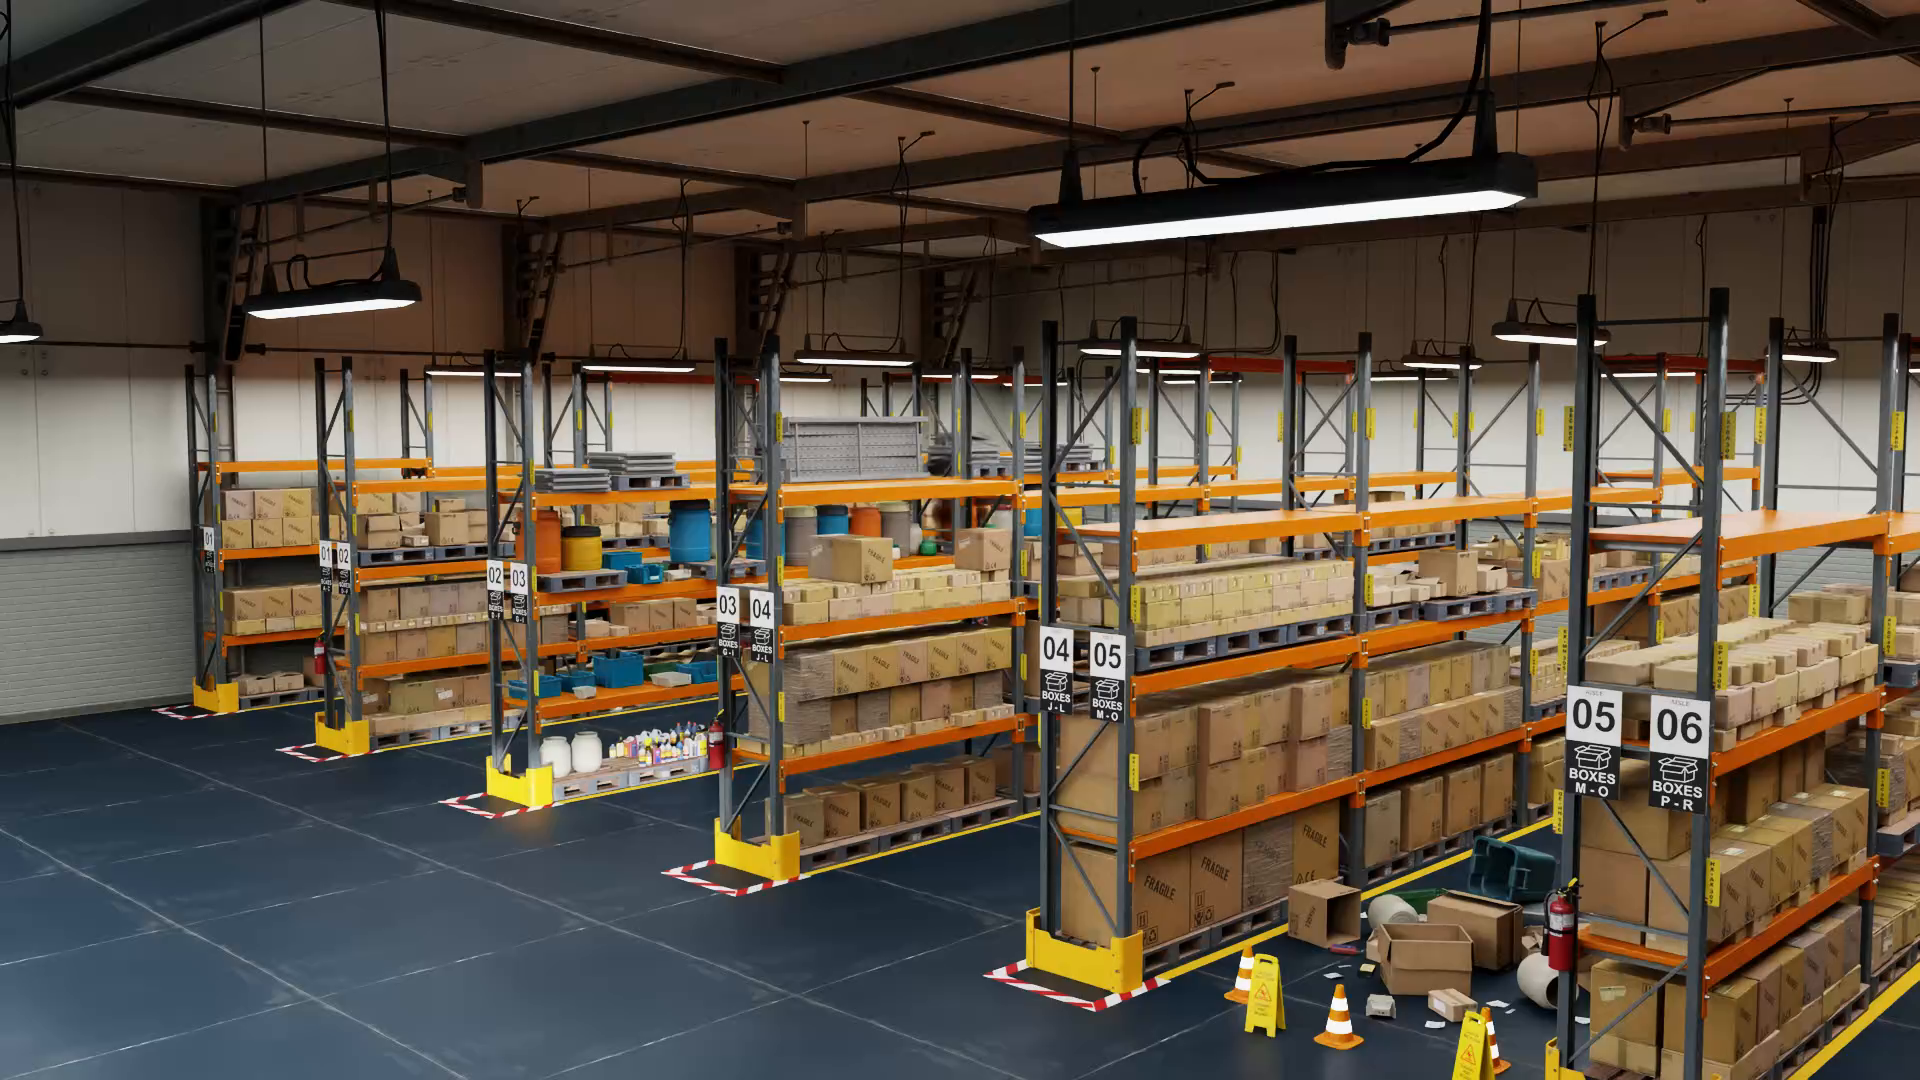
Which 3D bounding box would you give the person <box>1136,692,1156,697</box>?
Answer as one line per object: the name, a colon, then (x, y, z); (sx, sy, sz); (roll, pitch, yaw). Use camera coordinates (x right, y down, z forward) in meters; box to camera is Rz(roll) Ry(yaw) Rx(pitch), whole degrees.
person: (2.330, 2.679, 21.631); (0.492, 1.691, 0.600); (-1, 5, -13)
